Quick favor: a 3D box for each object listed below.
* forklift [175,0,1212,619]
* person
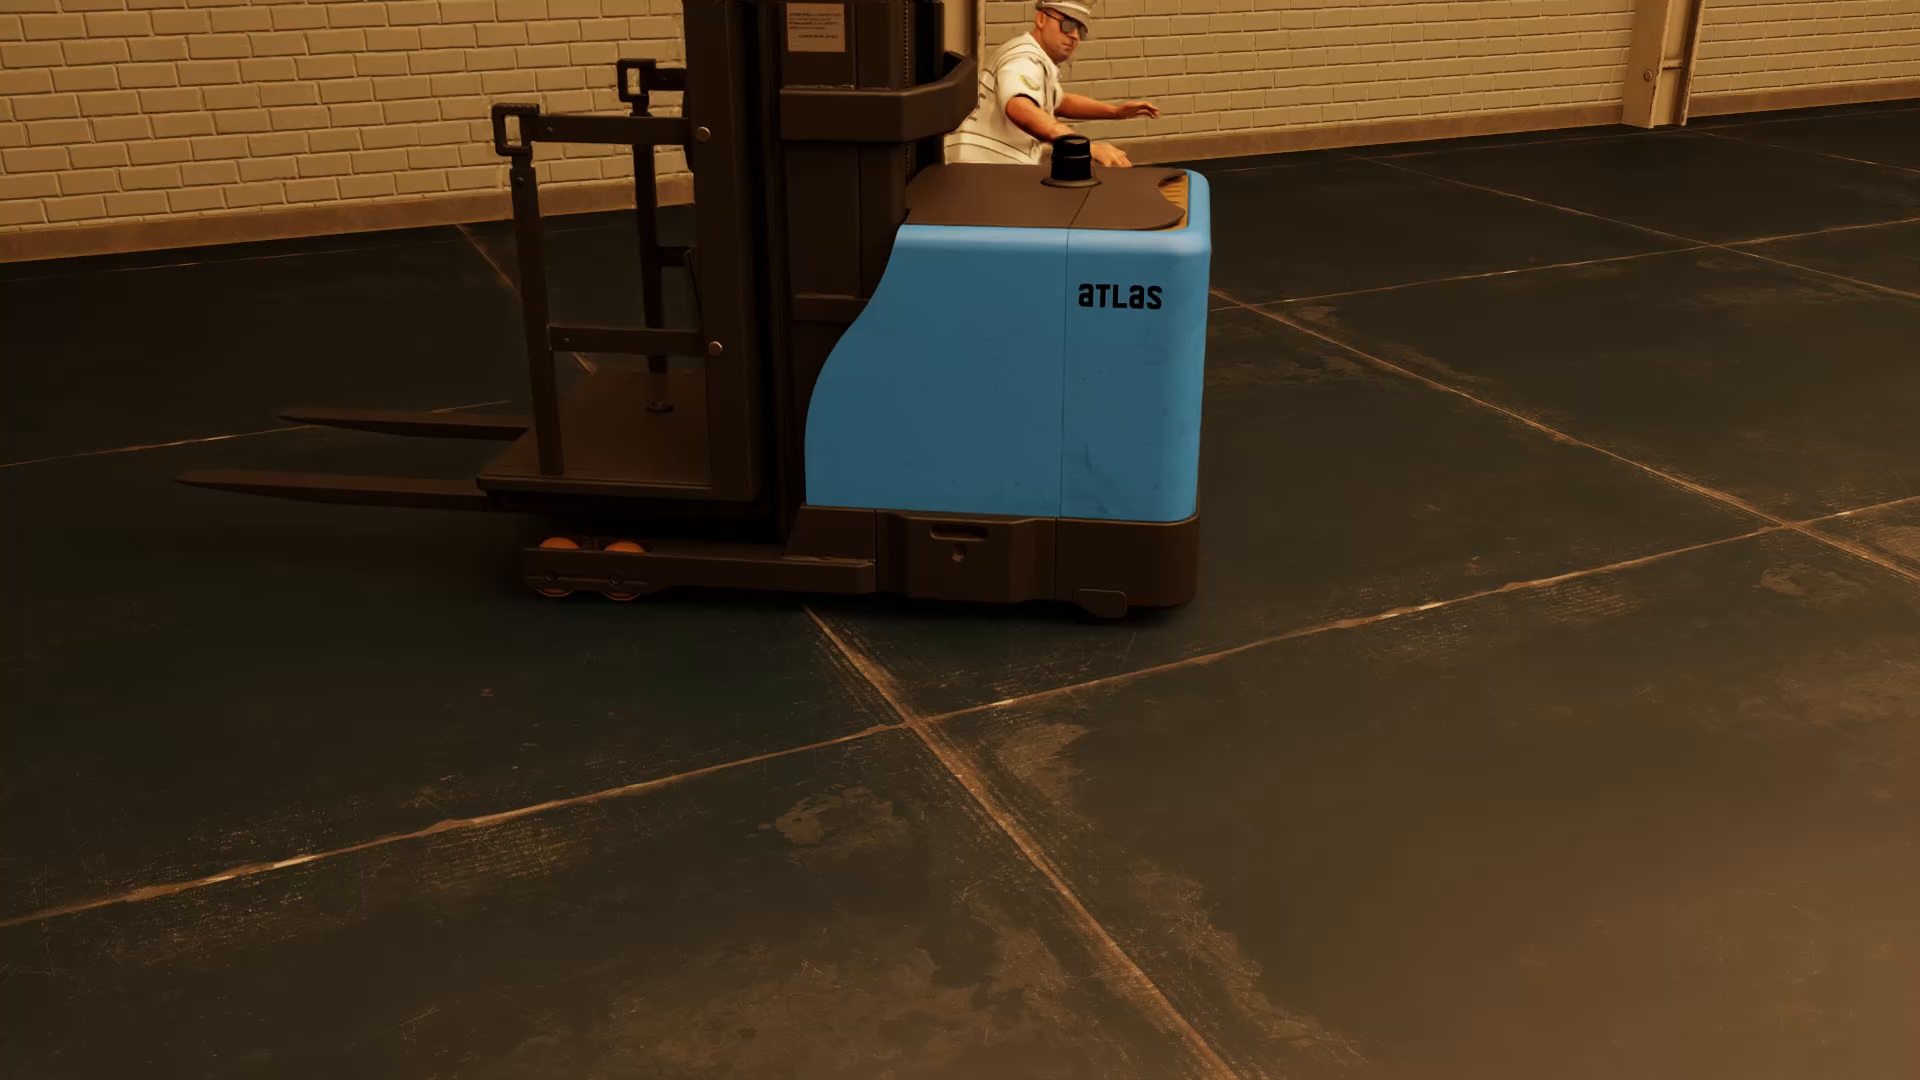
[{"bbox_3d":[-0.800,-1.378,4.603,3.031,2.935,1.130,3,23,7],"label":"forklift"},{"bbox_3d":[0.390,-1.283,6.207,0.972,1.514,0.997,-11,25,-24],"label":"person"}]
